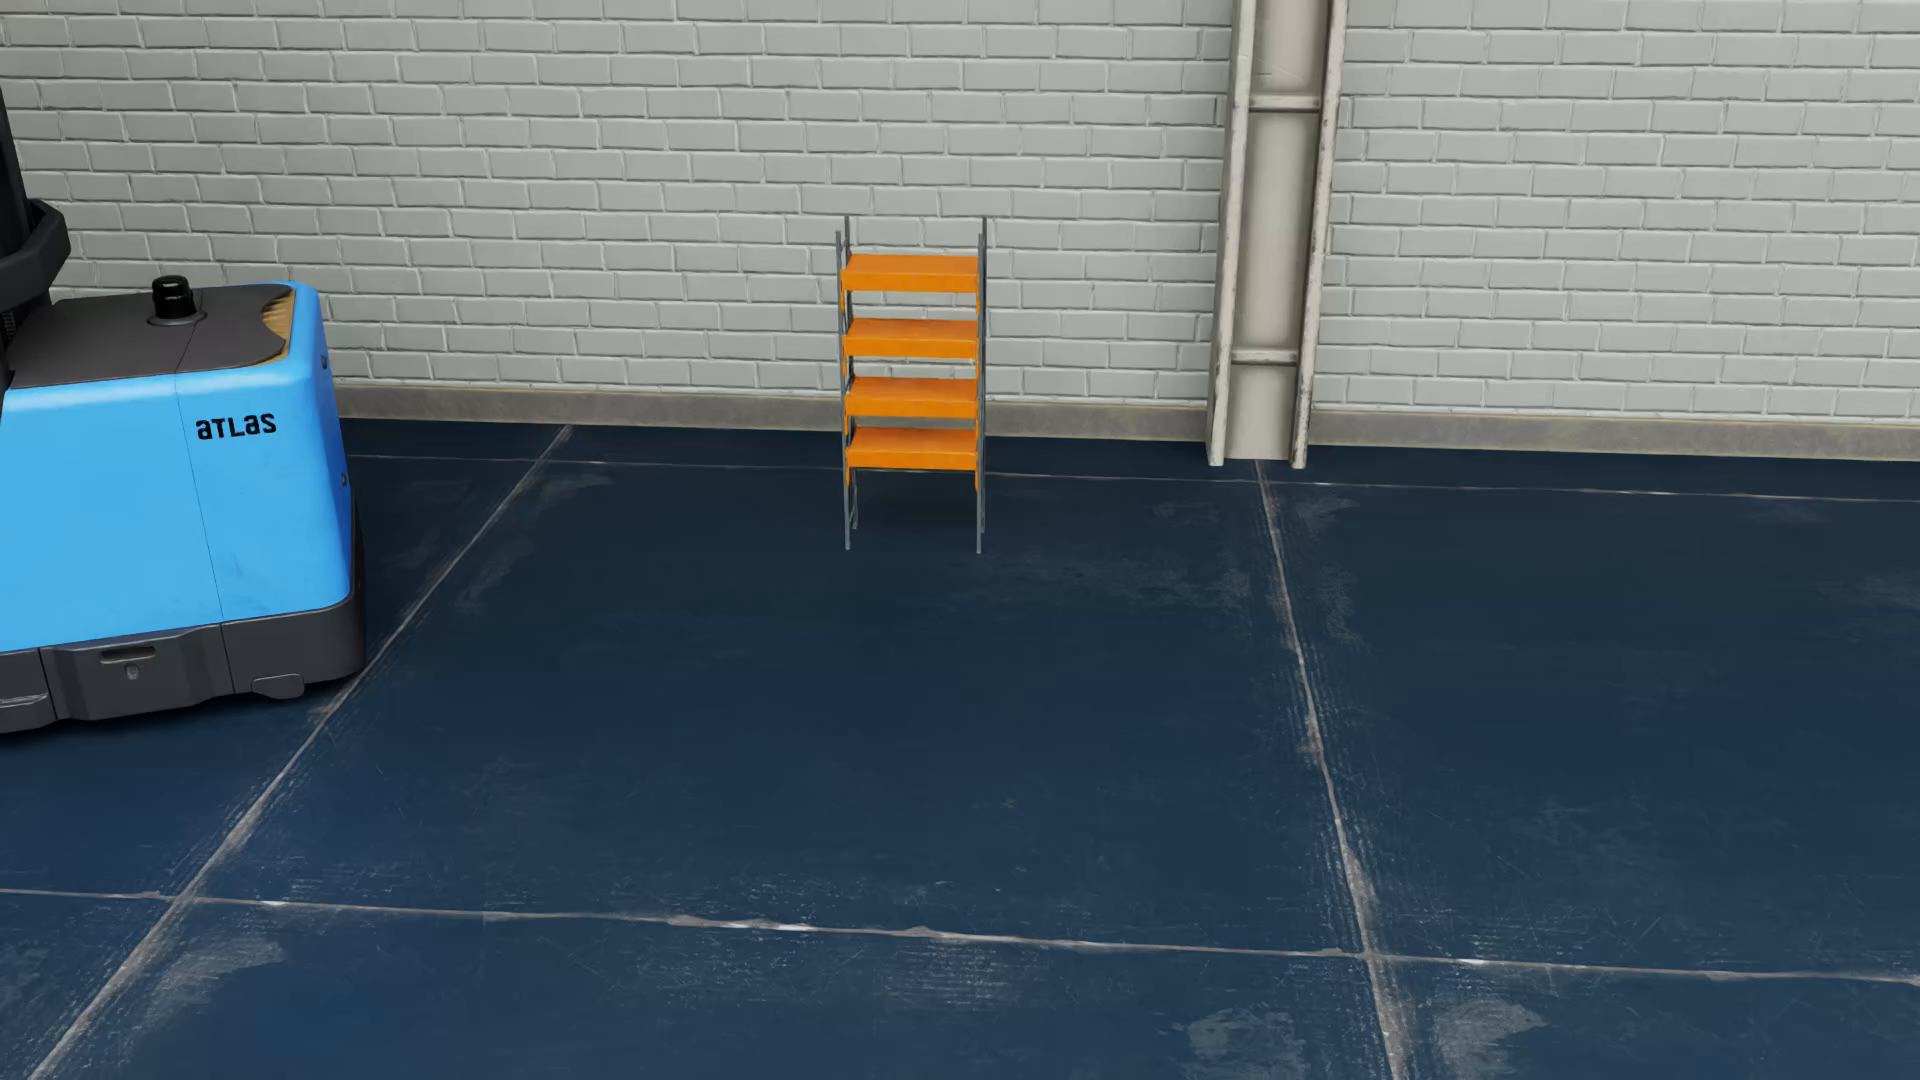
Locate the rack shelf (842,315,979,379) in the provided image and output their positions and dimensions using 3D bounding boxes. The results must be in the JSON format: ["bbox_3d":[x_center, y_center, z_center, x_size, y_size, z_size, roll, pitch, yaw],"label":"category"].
[{"bbox_3d":[-0.165,-0.692,5.945,0.480,0.148,0.258,2,25,4],"label":"rack shelf"}]

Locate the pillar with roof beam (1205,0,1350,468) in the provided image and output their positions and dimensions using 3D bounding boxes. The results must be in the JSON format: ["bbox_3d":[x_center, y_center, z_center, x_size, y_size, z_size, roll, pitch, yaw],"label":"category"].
[{"bbox_3d":[0.918,-2.662,1.269,0.400,9.000,9.100,2,25,4],"label":"pillar with roof beam"}]

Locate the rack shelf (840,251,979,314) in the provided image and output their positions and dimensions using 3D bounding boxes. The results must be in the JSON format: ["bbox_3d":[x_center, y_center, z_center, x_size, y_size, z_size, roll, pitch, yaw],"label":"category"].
[{"bbox_3d":[-0.165,-0.907,5.846,0.480,0.148,0.258,2,25,4],"label":"rack shelf"}]

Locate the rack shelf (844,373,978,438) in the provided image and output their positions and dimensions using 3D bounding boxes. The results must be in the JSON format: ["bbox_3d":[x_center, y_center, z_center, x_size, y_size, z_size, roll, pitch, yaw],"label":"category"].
[{"bbox_3d":[-0.165,-0.489,6.039,0.480,0.148,0.258,2,25,4],"label":"rack shelf"}]

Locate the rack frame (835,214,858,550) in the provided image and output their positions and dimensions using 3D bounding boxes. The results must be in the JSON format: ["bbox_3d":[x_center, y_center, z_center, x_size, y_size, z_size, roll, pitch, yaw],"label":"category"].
[{"bbox_3d":[-0.408,-0.558,6.028,0.015,1.200,0.240,2,25,4],"label":"rack frame"}]

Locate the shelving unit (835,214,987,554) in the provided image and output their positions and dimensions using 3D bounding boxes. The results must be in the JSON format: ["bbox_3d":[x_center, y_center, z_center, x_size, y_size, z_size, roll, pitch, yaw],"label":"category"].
[{"bbox_3d":[-0.165,-0.550,6.011,0.503,1.200,0.258,2,25,4],"label":"shelving unit"}]

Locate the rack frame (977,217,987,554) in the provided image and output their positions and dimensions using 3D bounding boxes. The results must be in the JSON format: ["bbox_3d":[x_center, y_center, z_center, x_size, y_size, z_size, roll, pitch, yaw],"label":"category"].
[{"bbox_3d":[0.078,-0.543,5.994,0.015,1.200,0.240,2,25,4],"label":"rack frame"}]

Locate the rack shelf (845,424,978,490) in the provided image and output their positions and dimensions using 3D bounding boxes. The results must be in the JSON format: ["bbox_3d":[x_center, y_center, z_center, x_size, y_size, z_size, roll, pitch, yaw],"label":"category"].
[{"bbox_3d":[-0.165,-0.309,6.122,0.480,0.148,0.258,2,25,4],"label":"rack shelf"}]

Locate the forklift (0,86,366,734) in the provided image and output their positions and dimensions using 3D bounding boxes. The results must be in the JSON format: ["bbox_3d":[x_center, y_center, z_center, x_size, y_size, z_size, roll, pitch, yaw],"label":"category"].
[{"bbox_3d":[-3.448,-0.856,4.605,3.031,2.935,1.130,-8,26,-17],"label":"forklift"}]
